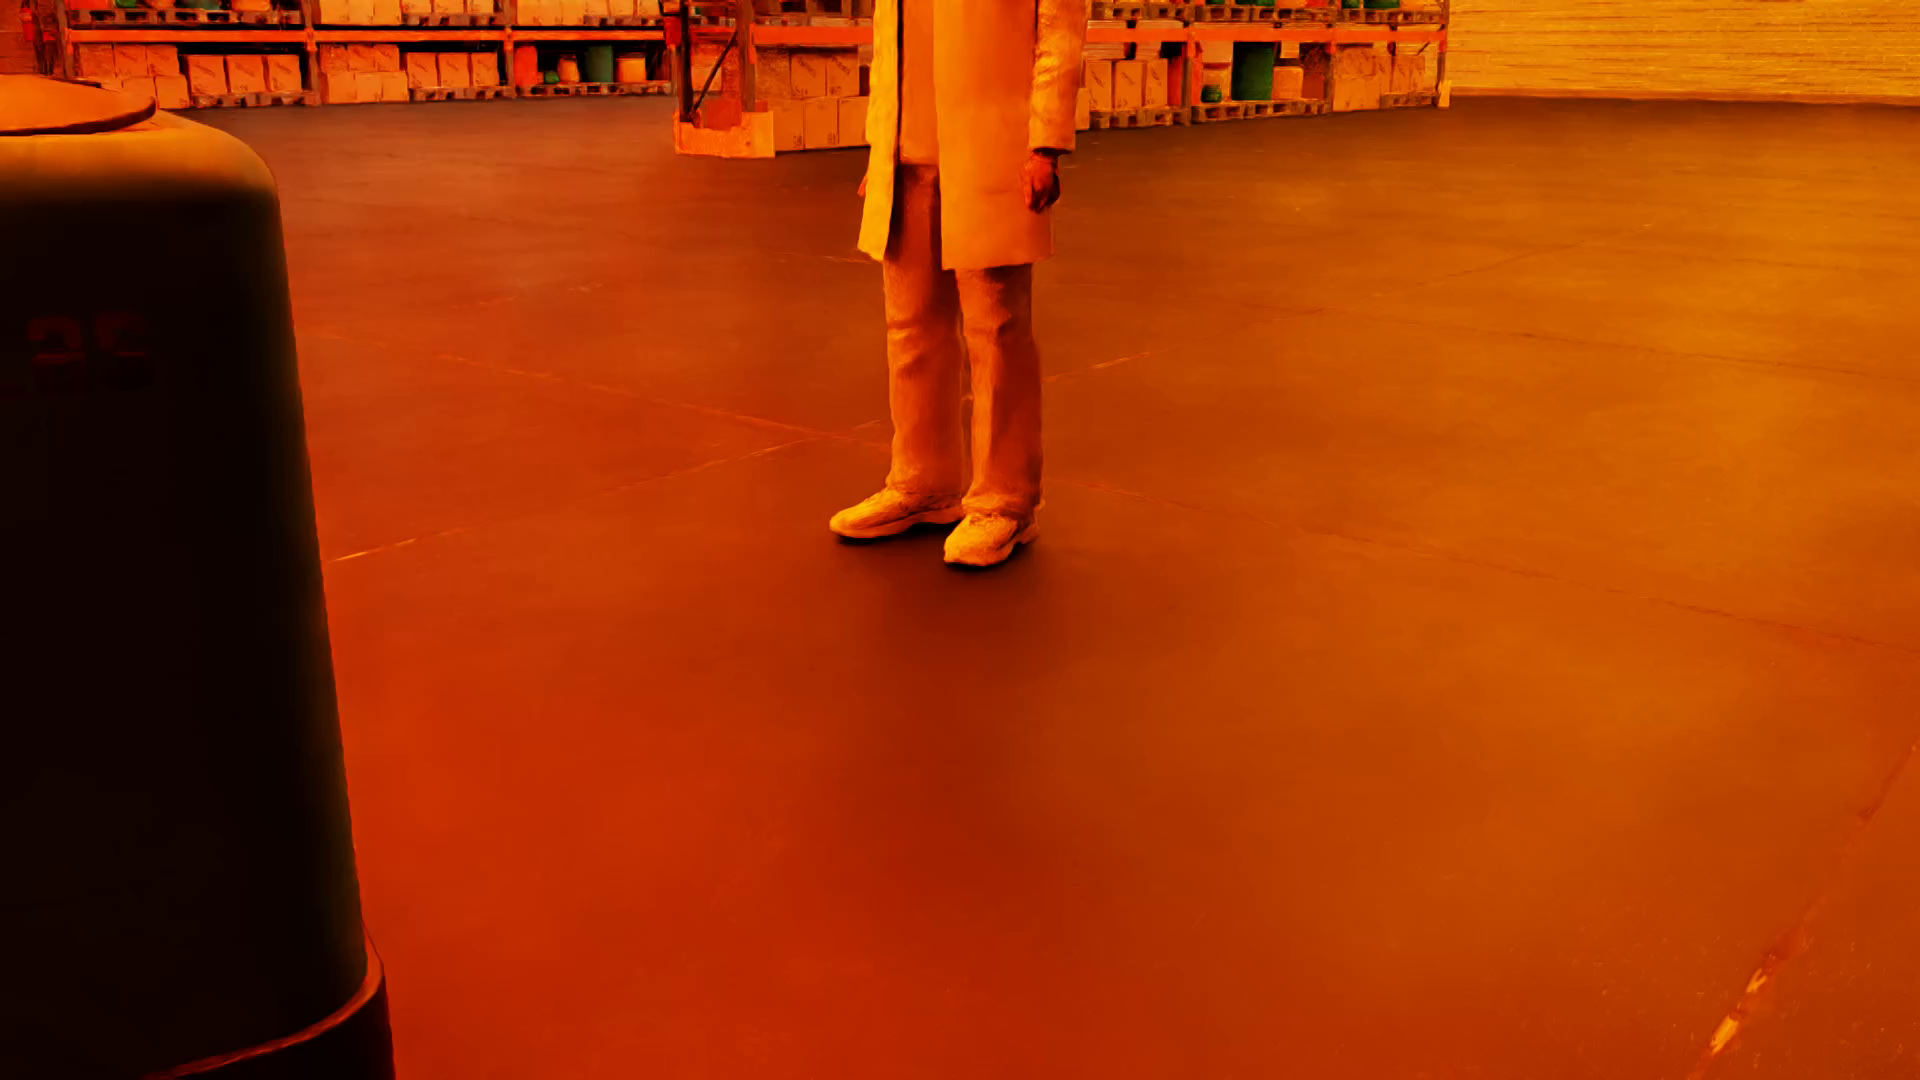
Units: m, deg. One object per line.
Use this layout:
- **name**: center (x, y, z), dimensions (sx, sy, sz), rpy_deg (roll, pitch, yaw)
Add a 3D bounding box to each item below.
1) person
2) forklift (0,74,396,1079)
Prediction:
- **person**: center (-0.016, -0.847, 3.662), dimensions (0.558, 1.783, 0.375), rpy_deg (13, 21, 37)
- **forklift**: center (-2.065, -0.591, 0.844), dimensions (3.031, 2.935, 1.130), rpy_deg (-10, 19, -29)
